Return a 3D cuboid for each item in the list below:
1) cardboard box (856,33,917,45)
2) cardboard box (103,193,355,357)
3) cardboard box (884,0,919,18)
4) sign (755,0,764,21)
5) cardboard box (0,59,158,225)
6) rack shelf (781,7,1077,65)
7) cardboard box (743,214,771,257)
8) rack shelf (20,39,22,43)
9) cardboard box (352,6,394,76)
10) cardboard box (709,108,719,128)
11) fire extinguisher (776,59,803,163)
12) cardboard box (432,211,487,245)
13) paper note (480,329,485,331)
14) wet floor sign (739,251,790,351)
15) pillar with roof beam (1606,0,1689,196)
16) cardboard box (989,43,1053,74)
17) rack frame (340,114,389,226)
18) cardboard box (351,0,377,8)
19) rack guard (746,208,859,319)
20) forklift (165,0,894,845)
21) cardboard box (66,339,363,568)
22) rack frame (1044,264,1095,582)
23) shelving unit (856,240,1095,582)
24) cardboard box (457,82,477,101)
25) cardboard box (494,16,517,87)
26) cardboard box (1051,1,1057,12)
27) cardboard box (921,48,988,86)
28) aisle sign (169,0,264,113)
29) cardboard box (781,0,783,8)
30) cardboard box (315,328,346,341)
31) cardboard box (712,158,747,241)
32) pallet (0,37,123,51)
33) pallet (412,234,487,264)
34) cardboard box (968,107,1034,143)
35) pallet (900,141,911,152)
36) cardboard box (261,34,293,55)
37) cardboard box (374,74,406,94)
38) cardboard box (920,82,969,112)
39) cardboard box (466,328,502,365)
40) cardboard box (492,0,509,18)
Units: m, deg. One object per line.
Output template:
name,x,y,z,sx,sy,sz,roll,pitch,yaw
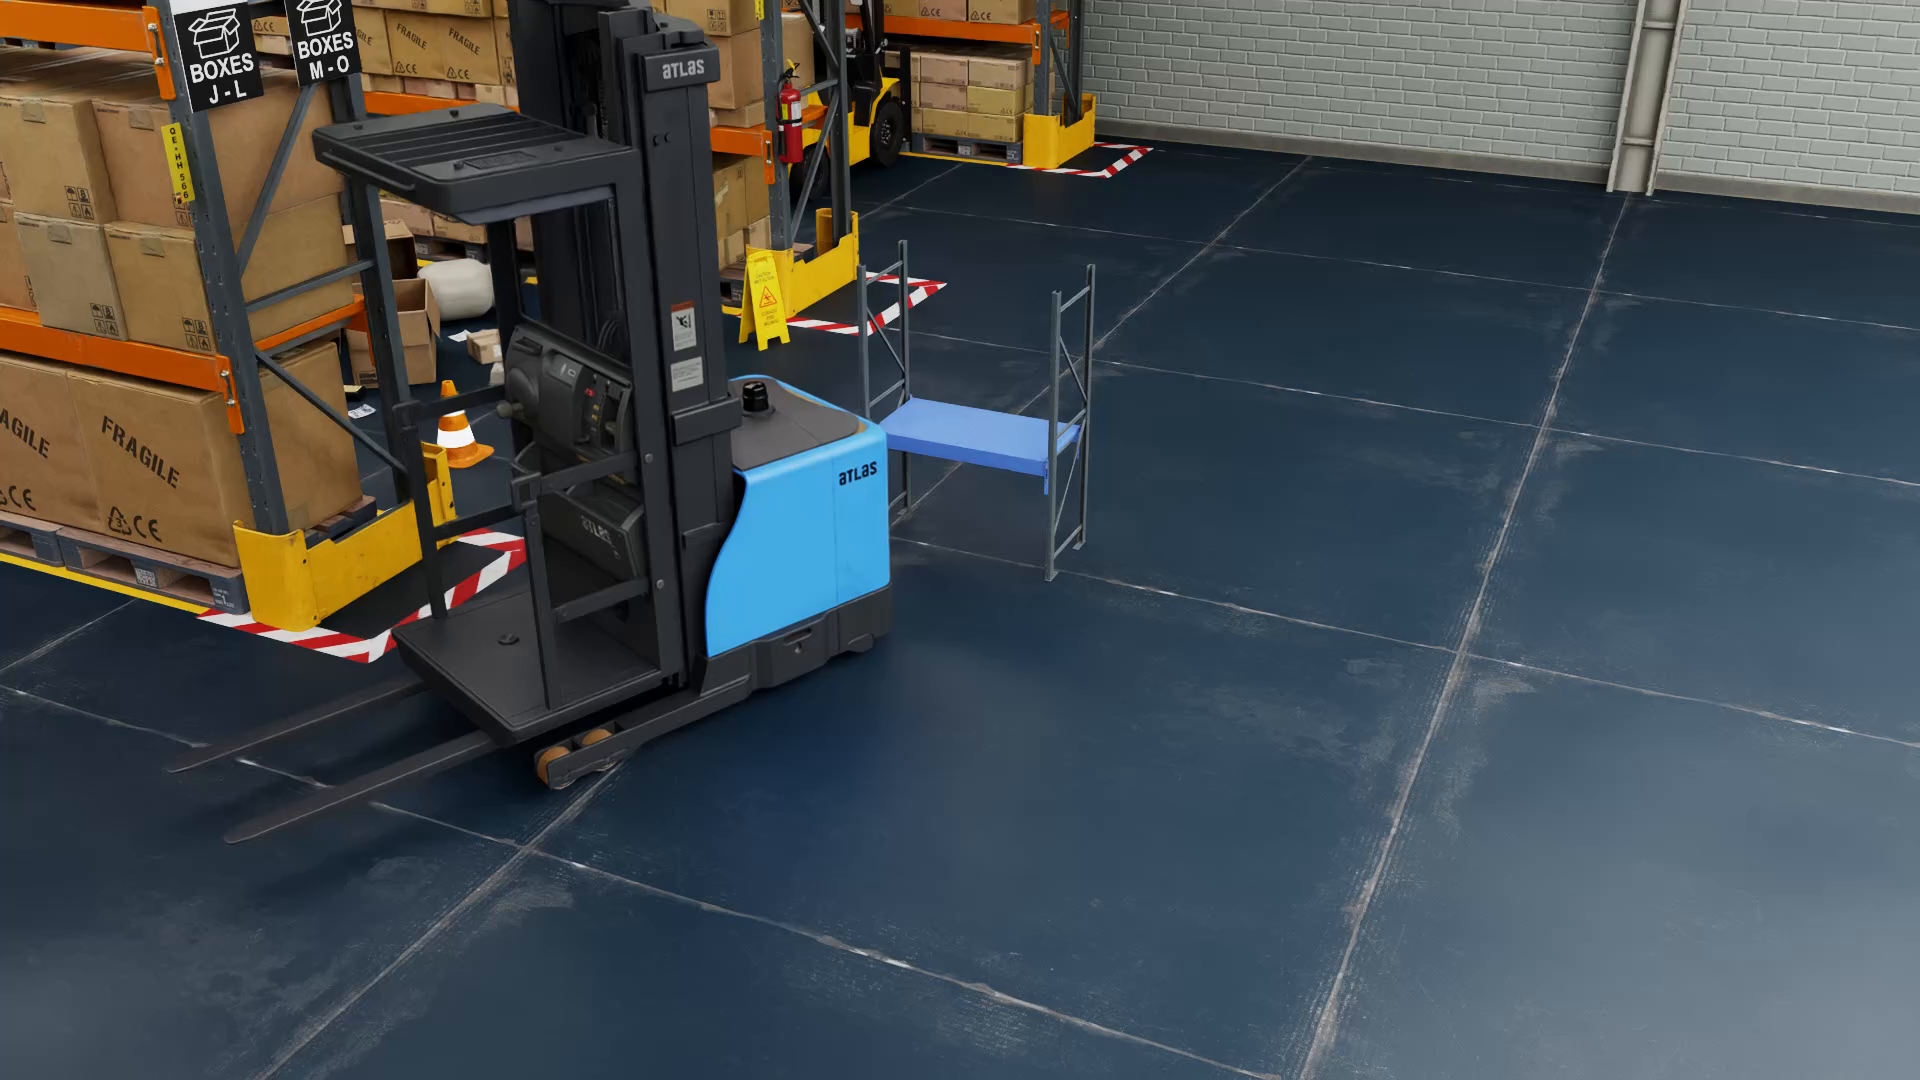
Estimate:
cardboard box,-0.766,-5.027,17.069,0.500,0.250,0.500,11,28,21
cardboard box,-3.401,-1.289,7.802,0.550,0.550,0.875,11,28,22
cardboard box,-0.528,-5.399,16.206,0.500,0.500,0.500,11,28,21
sign,-1.336,-3.622,11.043,0.005,0.325,0.100,11,28,22
cardboard box,-3.905,-1.871,7.761,0.550,0.550,0.875,11,28,22
rack shelf,-0.857,-5.220,16.771,4.000,0.370,1.077,11,28,22
cardboard box,-1.708,-2.394,12.855,0.500,0.250,0.500,11,28,21
rack shelf,-10.191,-4.686,15.687,4.000,0.370,1.077,11,28,22
cardboard box,-4.444,-3.898,12.821,0.500,0.500,0.500,11,28,22
cardboard box,-1.793,-3.052,11.838,0.250,0.149,0.380,11,28,21
fire extinguisher,-1.174,-2.940,11.413,0.183,0.674,0.296,11,28,22
cardboard box,-3.813,-2.557,13.186,0.500,0.250,0.500,13,29,25
paper note,-3.331,-1.475,11.734,0.123,0.001,0.032,11,28,22
wet floor sign,-1.358,-1.659,11.390,0.232,0.644,0.267,23,35,39
pillar with roof beam,4.383,-5.530,9.795,0.400,9.000,9.100,11,28,22
cardboard box,0.604,-4.745,16.496,0.500,0.250,0.500,11,28,21
rack frame,-4.729,-3.912,13.300,0.127,3.000,1.000,11,28,22
cardboard box,-4.418,-4.371,12.651,0.500,0.500,0.700,11,28,21
rack guard,-1.157,-2.073,12.395,0.348,0.500,1.175,11,28,22
forklift,-1.741,-0.571,6.592,3.031,2.935,1.130,-22,33,-37
cardboard box,-3.689,-0.504,8.309,0.875,0.875,0.875,12,28,22
rack frame,0.540,-0.564,8.198,0.032,1.500,0.500,11,28,22
shelving unit,0.078,-0.657,8.387,1.048,1.500,0.538,11,28,22
cardboard box,-3.603,-3.456,12.658,0.250,0.149,0.380,11,28,22
cardboard box,-3.057,-3.634,12.285,0.500,0.500,0.500,12,29,22
cardboard box,0.628,-5.424,16.258,0.500,0.500,0.500,12,29,23
cardboard box,-0.052,-4.630,16.265,0.500,0.250,0.500,12,29,23
aisle sign,-3.104,-2.205,6.889,0.004,0.787,0.394,11,28,22
cardboard box,-1.901,-5.679,16.775,0.500,0.500,0.500,12,29,23
cardboard box,-4.589,-1.592,11.261,0.503,0.637,0.797,11,28,22
cardboard box,-1.925,-2.514,12.248,0.500,0.500,0.500,12,28,22
pallet,-7.677,-4.470,14.650,1.003,0.211,1.213,11,28,22
pallet,-4.103,-2.552,13.695,1.213,0.211,1.003,11,28,22
cardboard box,0.405,-4.091,16.301,0.500,0.250,0.500,12,28,22
pallet,-0.856,-4.273,17.190,1.213,0.211,1.003,11,28,22
cardboard box,-5.312,-3.971,13.228,0.250,0.149,0.380,12,29,23
cardboard box,-4.324,-3.587,12.925,0.250,0.149,0.380,12,29,23
cardboard box,-0.061,-4.416,16.394,0.500,0.250,0.500,11,28,21
cardboard box,-3.116,-1.329,11.281,0.380,0.149,0.250,-18,31,-31
cardboard box,-3.004,-4.108,12.115,0.500,0.500,0.700,11,28,21
